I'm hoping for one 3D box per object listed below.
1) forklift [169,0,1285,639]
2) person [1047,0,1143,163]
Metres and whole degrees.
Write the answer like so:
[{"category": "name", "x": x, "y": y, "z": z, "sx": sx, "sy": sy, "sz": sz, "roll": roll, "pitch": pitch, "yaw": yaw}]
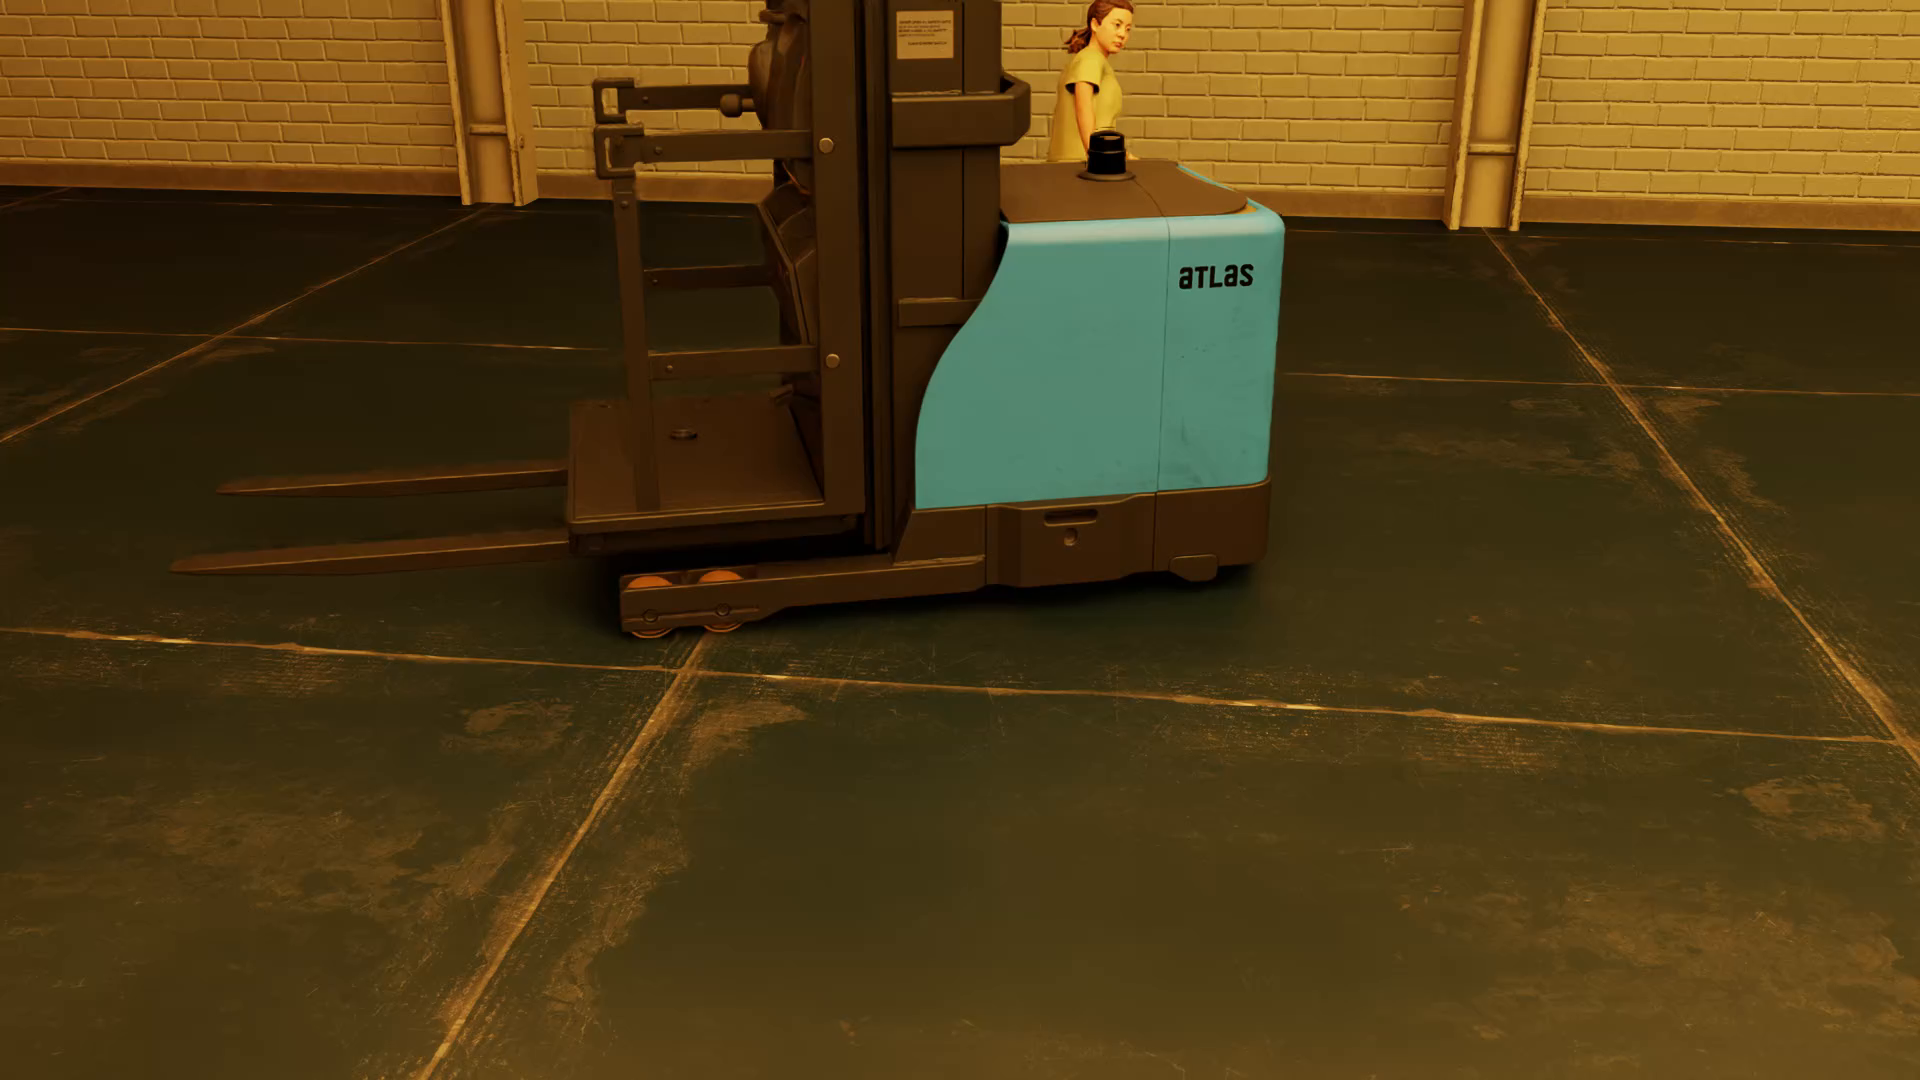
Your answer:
[{"category": "forklift", "x": -0.669, "y": -1.307, "z": 4.499, "sx": 3.031, "sy": 2.935, "sz": 1.130, "roll": -4, "pitch": 22, "yaw": -11}, {"category": "person", "x": 0.669, "y": -1.607, "z": 7.254, "sx": 0.674, "sy": 1.463, "sz": 0.691, "roll": -10, "pitch": 24, "yaw": -23}]
